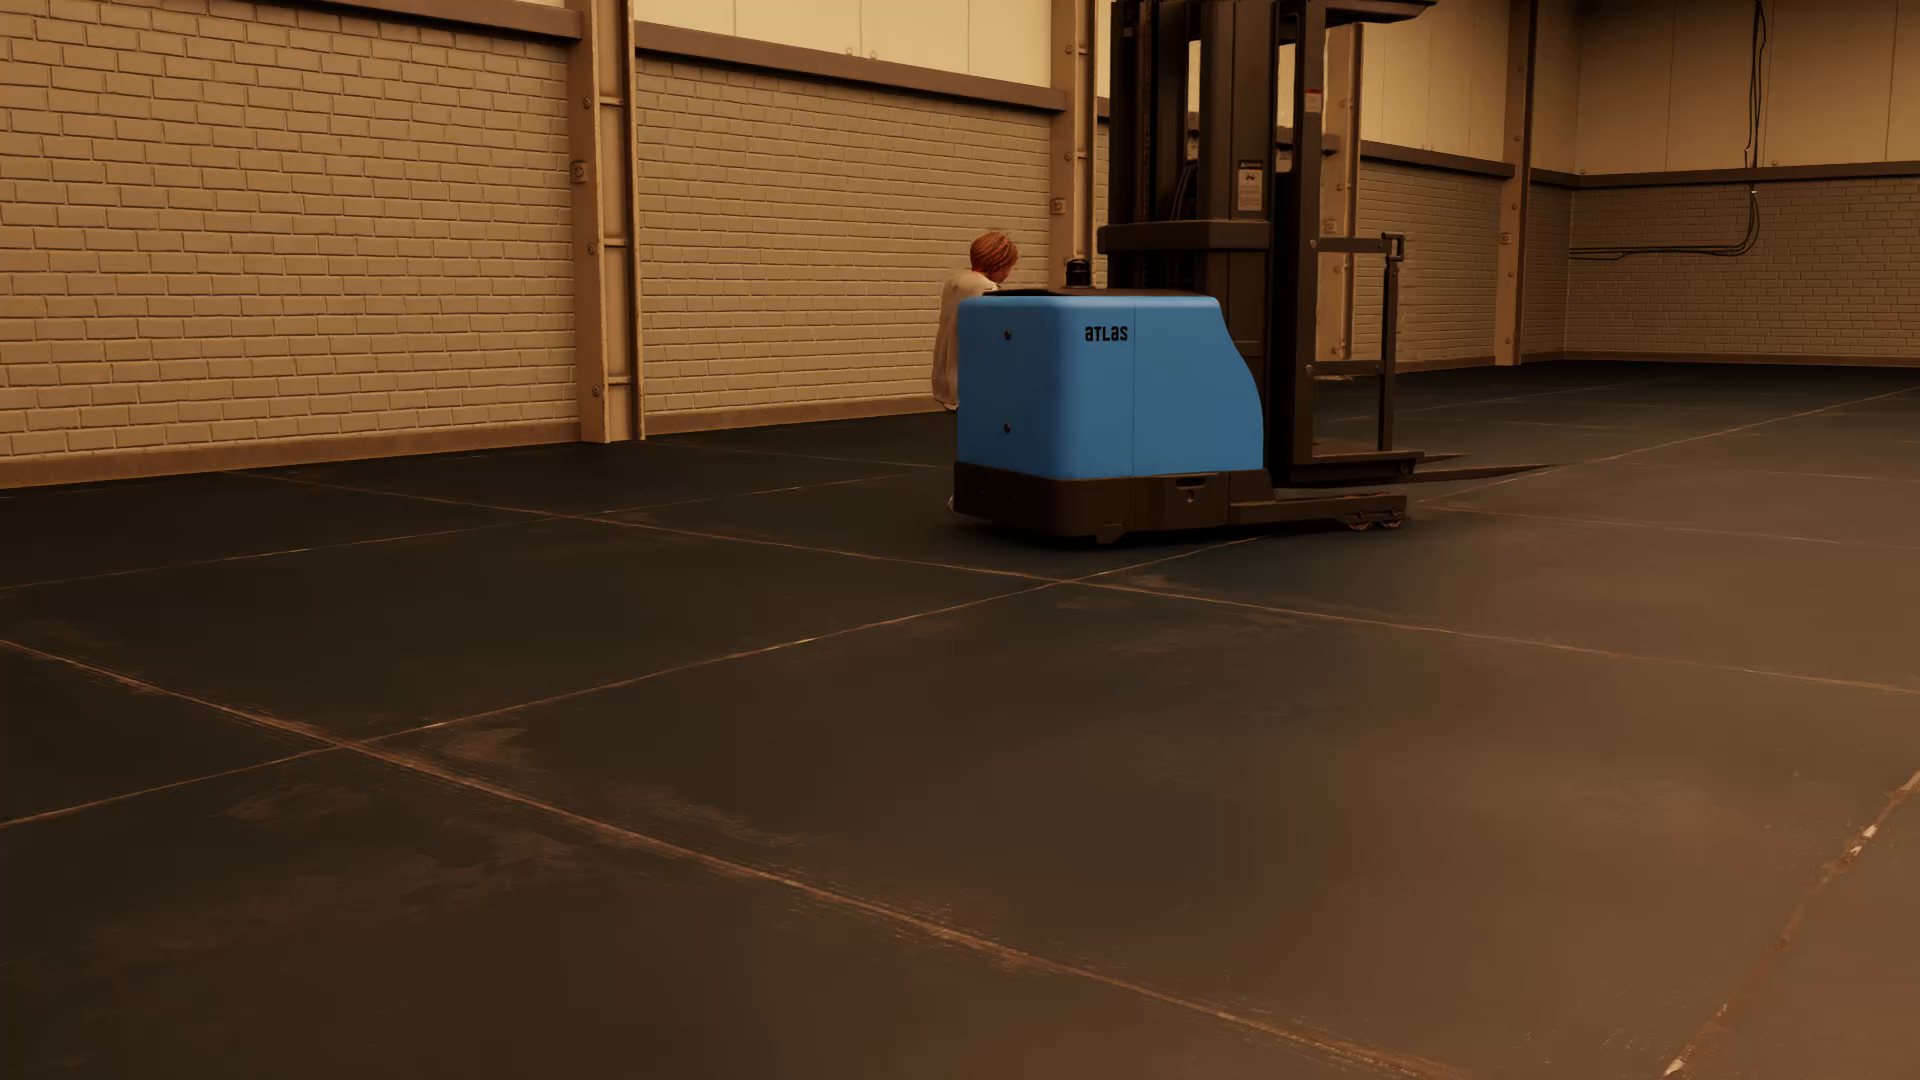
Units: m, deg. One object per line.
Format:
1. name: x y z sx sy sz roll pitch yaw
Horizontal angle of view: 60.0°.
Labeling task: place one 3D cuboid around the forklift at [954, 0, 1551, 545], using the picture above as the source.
1. forklift: 1.521 -1.556 7.914 3.031 2.935 1.130 -4 9 -27

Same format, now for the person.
1. person: 0.220 -0.757 7.932 0.672 1.360 0.879 -4 9 -26
